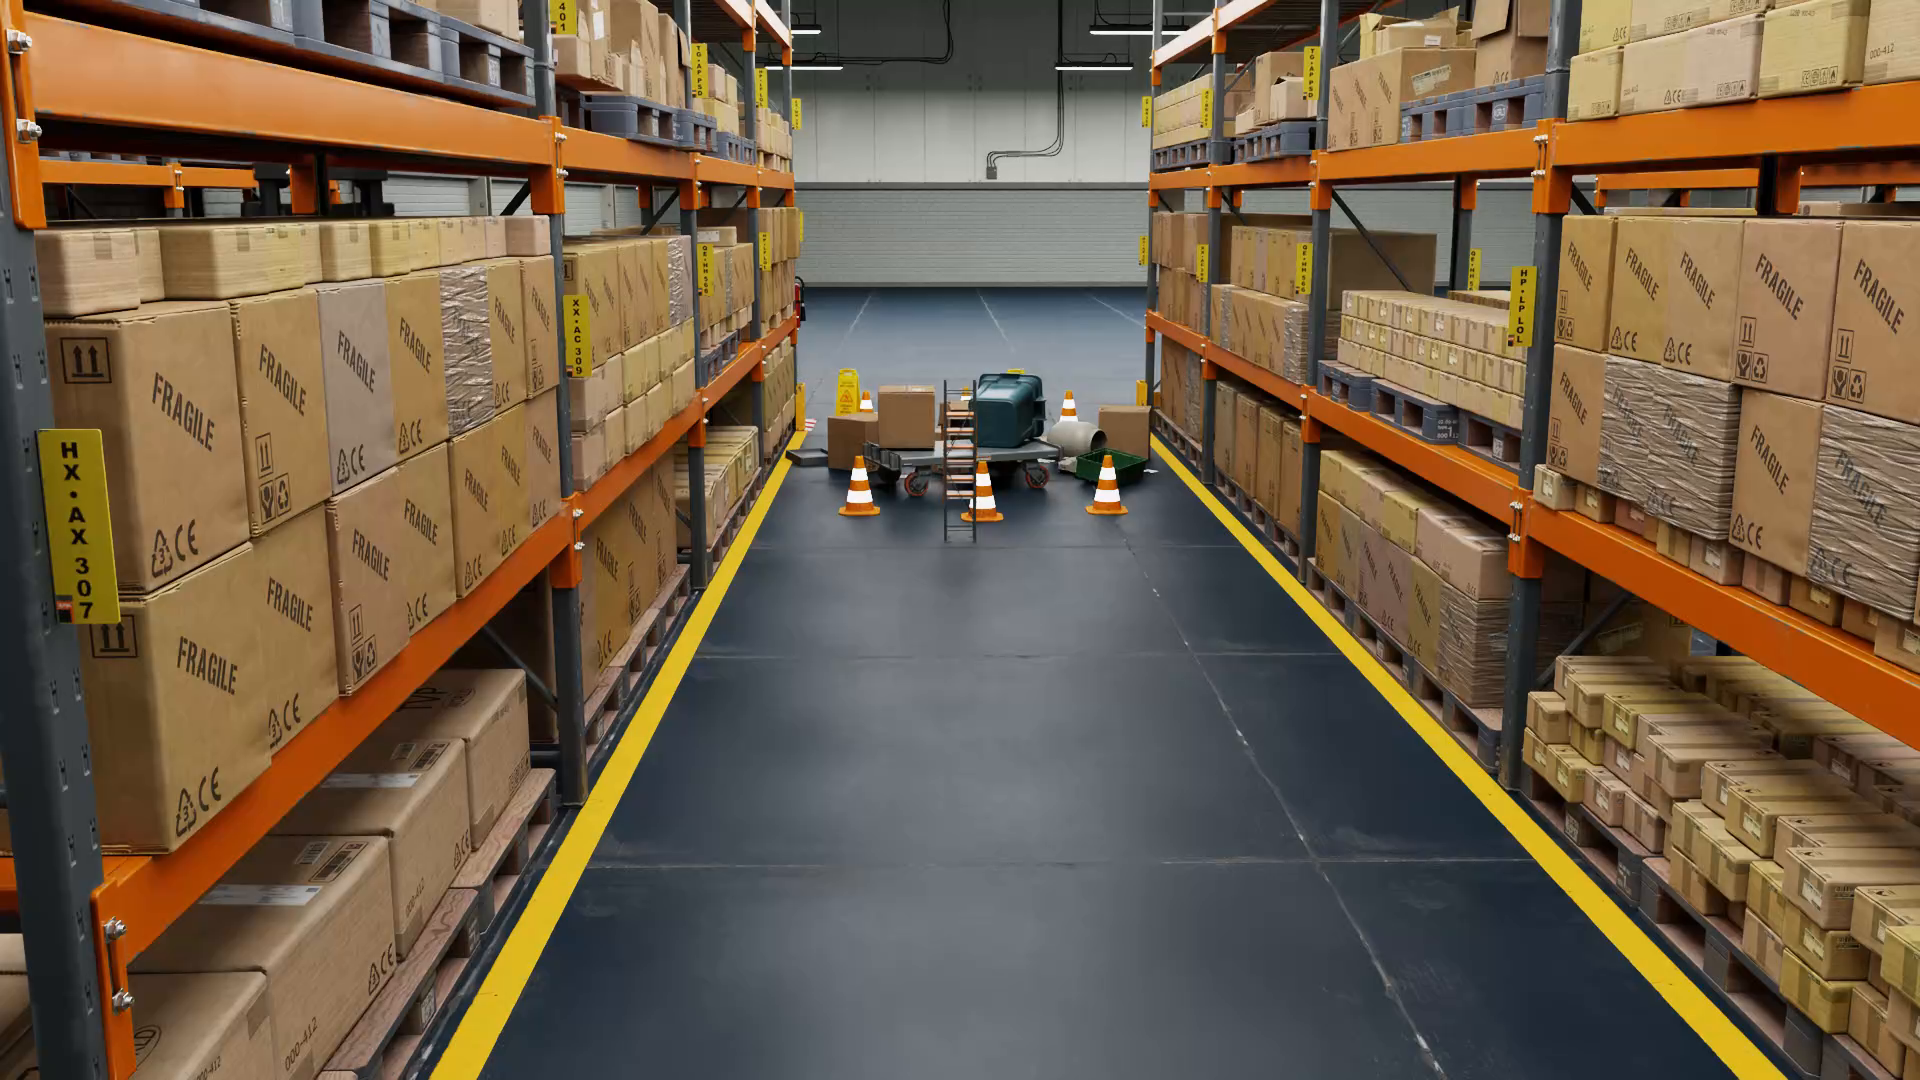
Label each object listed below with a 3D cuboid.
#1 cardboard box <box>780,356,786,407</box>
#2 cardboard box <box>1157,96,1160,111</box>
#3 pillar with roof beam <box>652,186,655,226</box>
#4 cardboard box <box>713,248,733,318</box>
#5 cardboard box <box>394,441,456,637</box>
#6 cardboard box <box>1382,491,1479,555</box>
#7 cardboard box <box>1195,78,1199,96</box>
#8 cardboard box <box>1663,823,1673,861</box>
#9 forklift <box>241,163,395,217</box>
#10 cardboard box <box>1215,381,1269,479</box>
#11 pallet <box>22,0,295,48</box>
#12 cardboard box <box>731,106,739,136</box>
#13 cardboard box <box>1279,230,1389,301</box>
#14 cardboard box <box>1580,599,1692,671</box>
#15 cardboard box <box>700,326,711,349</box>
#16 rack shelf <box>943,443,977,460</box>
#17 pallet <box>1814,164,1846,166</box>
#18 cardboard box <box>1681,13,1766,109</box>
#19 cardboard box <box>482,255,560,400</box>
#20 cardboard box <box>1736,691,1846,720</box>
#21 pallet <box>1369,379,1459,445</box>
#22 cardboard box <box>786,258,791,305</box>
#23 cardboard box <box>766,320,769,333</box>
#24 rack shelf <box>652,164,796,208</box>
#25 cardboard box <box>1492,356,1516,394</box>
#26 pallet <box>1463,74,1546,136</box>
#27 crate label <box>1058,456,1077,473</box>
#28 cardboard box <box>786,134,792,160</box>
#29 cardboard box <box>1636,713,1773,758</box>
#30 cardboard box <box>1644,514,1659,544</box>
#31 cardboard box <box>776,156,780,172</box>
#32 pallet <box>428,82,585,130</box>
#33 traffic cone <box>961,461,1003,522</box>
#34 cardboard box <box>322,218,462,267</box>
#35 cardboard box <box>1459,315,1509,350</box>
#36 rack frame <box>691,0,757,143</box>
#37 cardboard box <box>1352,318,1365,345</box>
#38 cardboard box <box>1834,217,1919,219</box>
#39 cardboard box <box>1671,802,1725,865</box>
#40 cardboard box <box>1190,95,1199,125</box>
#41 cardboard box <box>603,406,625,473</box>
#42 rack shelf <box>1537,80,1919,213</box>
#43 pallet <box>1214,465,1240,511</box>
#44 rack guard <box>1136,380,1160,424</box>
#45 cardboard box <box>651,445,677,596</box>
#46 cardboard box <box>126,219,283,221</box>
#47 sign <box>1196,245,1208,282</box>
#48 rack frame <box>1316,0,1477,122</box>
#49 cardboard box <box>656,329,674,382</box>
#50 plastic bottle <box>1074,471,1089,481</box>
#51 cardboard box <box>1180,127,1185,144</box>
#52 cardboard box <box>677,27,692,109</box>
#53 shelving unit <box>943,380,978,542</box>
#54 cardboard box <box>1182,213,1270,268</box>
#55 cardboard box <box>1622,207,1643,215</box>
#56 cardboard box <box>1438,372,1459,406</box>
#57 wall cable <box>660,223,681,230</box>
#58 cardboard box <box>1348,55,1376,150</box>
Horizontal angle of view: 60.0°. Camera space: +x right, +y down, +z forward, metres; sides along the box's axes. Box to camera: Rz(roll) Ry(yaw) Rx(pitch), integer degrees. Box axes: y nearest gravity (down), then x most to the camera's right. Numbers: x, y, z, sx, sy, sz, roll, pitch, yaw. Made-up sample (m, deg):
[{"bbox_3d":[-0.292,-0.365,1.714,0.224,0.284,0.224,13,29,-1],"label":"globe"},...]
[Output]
[{"bbox_3d":[-2.041,-1.600,16.877,0.500,0.500,0.500,-1,11,-2],"label":"cardboard box"},{"bbox_3d":[2.304,-4.652,17.721,0.380,0.149,0.250,0,11,-1],"label":"cardboard box"},{"bbox_3d":[-4.501,-11.495,46.586,9.100,9.000,0.548,0,11,-1],"label":"pillar with roof beam"},{"bbox_3d":[-1.987,-1.946,12.552,0.500,0.500,0.500,-1,11,-3],"label":"cardboard box"},{"bbox_3d":[-1.786,-0.003,4.779,0.500,0.500,0.500,0,11,1],"label":"cardboard box"},{"bbox_3d":[2.568,-0.094,8.825,0.500,0.250,0.500,-1,11,-4],"label":"cardboard box"},{"bbox_3d":[2.358,-4.146,15.227,0.380,0.149,0.250,0,11,-1],"label":"cardboard box"},{"bbox_3d":[2.704,1.079,5.811,0.380,0.149,0.250,-1,11,-4],"label":"cardboard box"},{"bbox_3d":[-5.060,-1.645,13.298,1.130,2.935,3.031,-5,13,-24],"label":"forklift"},{"bbox_3d":[2.796,-0.962,14.361,1.050,0.750,0.750,0,11,-1],"label":"cardboard box"},{"bbox_3d":[-2.031,-1.130,3.265,1.003,0.211,1.213,0,11,-1],"label":"pallet"},{"bbox_3d":[-2.096,-3.429,13.692,0.500,0.250,0.500,0,11,-2],"label":"cardboard box"},{"bbox_3d":[2.752,-2.018,12.195,0.700,0.500,0.500,0,11,-2],"label":"cardboard box"},{"bbox_3d":[3.109,0.479,7.883,0.500,0.500,0.500,0,11,1],"label":"cardboard box"},{"bbox_3d":[-1.923,-1.406,11.519,0.380,0.149,0.250,-1,12,-5],"label":"cardboard box"},{"bbox_3d":[0.000,-0.665,12.439,0.258,0.103,0.180,0,11,-1],"label":"rack shelf"},{"bbox_3d":[7.561,-3.237,13.900,1.213,0.211,1.003,0,11,-1],"label":"pallet"},{"bbox_3d":[2.615,-1.492,5.203,0.500,0.250,0.500,0,11,1],"label":"cardboard box"},{"bbox_3d":[-1.802,-0.798,6.181,0.500,0.500,0.500,0,11,-2],"label":"cardboard box"},{"bbox_3d":[3.184,0.678,6.293,0.380,0.149,0.250,0,11,-2],"label":"cardboard box"},{"bbox_3d":[2.858,-0.700,8.946,1.003,0.211,1.213,0,11,-1],"label":"pallet"},{"bbox_3d":[-2.044,-2.725,17.449,0.500,0.500,0.500,0,11,-1],"label":"cardboard box"},{"bbox_3d":[-2.002,-2.035,15.675,0.380,0.149,0.250,0,11,1],"label":"cardboard box"},{"bbox_3d":[-2.295,-3.457,16.319,1.077,0.370,4.000,0,11,-1],"label":"rack shelf"},{"bbox_3d":[2.647,-0.751,7.544,0.380,0.149,0.250,0,11,-1],"label":"cardboard box"},{"bbox_3d":[2.953,-1.893,7.274,1.213,0.211,1.003,0,11,-1],"label":"pallet"},{"bbox_3d":[1.078,-0.706,15.693,0.298,0.136,0.250,-10,15,-40],"label":"crate label"},{"bbox_3d":[-2.056,-4.179,17.697,0.500,0.250,0.500,0,11,-2],"label":"cardboard box"},{"bbox_3d":[2.688,0.734,6.015,0.380,0.149,0.250,-1,11,-3],"label":"cardboard box"},{"bbox_3d":[2.675,-0.053,5.909,0.380,0.149,0.250,-1,11,-4],"label":"cardboard box"},{"bbox_3d":[-1.973,-3.709,16.384,0.380,0.149,0.250,0,11,-2],"label":"cardboard box"},{"bbox_3d":[-2.156,-1.910,7.366,0.805,0.209,1.217,-1,11,-3],"label":"pallet"},{"bbox_3d":[0.178,-0.404,13.388,0.336,0.463,0.334,0,11,-1],"label":"traffic cone"},{"bbox_3d":[-1.807,-0.946,5.281,0.380,0.149,0.250,0,11,-2],"label":"cardboard box"},{"bbox_3d":[2.640,-1.002,8.034,0.380,0.149,0.250,0,11,-1],"label":"cardboard box"},{"bbox_3d":[-2.253,-4.882,13.990,1.000,3.000,0.127,0,11,-1],"label":"rack frame"},{"bbox_3d":[2.593,-1.265,10.076,0.380,0.149,0.250,0,11,2],"label":"cardboard box"},{"bbox_3d":[3.151,-0.780,5.344,0.500,0.500,0.500,0,11,0],"label":"cardboard box"},{"bbox_3d":[2.609,0.984,5.530,0.380,0.149,0.250,0,11,-2],"label":"cardboard box"},{"bbox_3d":[2.417,-3.977,15.393,0.500,0.250,0.500,0,11,-1],"label":"cardboard box"},{"bbox_3d":[-1.845,-0.469,7.706,0.500,0.250,0.500,-1,11,-3],"label":"cardboard box"},{"bbox_3d":[2.900,-1.112,4.760,1.077,0.370,4.000,0,11,-1],"label":"rack shelf"},{"bbox_3d":[2.785,-0.463,14.308,1.003,0.211,1.213,0,11,-1],"label":"pallet"},{"bbox_3d":[2.610,-1.557,18.977,1.175,0.500,0.348,0,11,-1],"label":"rack guard"},{"bbox_3d":[-2.239,-0.174,10.158,0.875,0.875,0.875,0,11,-2],"label":"cardboard box"},{"bbox_3d":[-2.264,-0.891,5.008,0.380,0.149,0.250,0,11,-1],"label":"cardboard box"},{"bbox_3d":[2.139,-2.443,14.679,0.100,0.325,0.005,0,11,-1],"label":"sign"},{"bbox_3d":[2.776,-4.127,10.270,1.000,3.000,0.127,0,11,-1],"label":"rack frame"},{"bbox_3d":[-1.861,-1.019,9.159,0.500,0.250,0.500,-1,11,-3],"label":"cardboard box"},{"bbox_3d":[1.179,-0.591,15.318,0.133,0.061,0.283,-7,13,-30],"label":"plastic bottle"},{"bbox_3d":[2.338,-3.908,16.059,0.380,0.149,0.250,0,11,-2],"label":"cardboard box"},{"bbox_3d":[-2.012,-2.799,9.950,0.797,0.503,0.637,-1,12,-5],"label":"cardboard box"},{"bbox_3d":[0.000,-0.591,12.454,0.258,1.200,0.189,0,11,-1],"label":"shelving unit"},{"bbox_3d":[2.700,-2.980,16.613,0.875,0.550,0.500,0,11,-1],"label":"cardboard box"},{"bbox_3d":[7.314,-3.253,17.533,0.500,0.500,0.500,0,11,-1],"label":"cardboard box"},{"bbox_3d":[2.627,-0.759,8.332,0.380,0.149,0.250,-1,11,-4],"label":"cardboard box"},{"bbox_3d":[-7.544,-10.547,49.721,3.097,2.526,0.112,0,11,-1],"label":"wall cable"},{"bbox_3d":[2.540,-2.492,9.503,0.500,0.500,0.500,0,11,-1],"label":"cardboard box"}]
